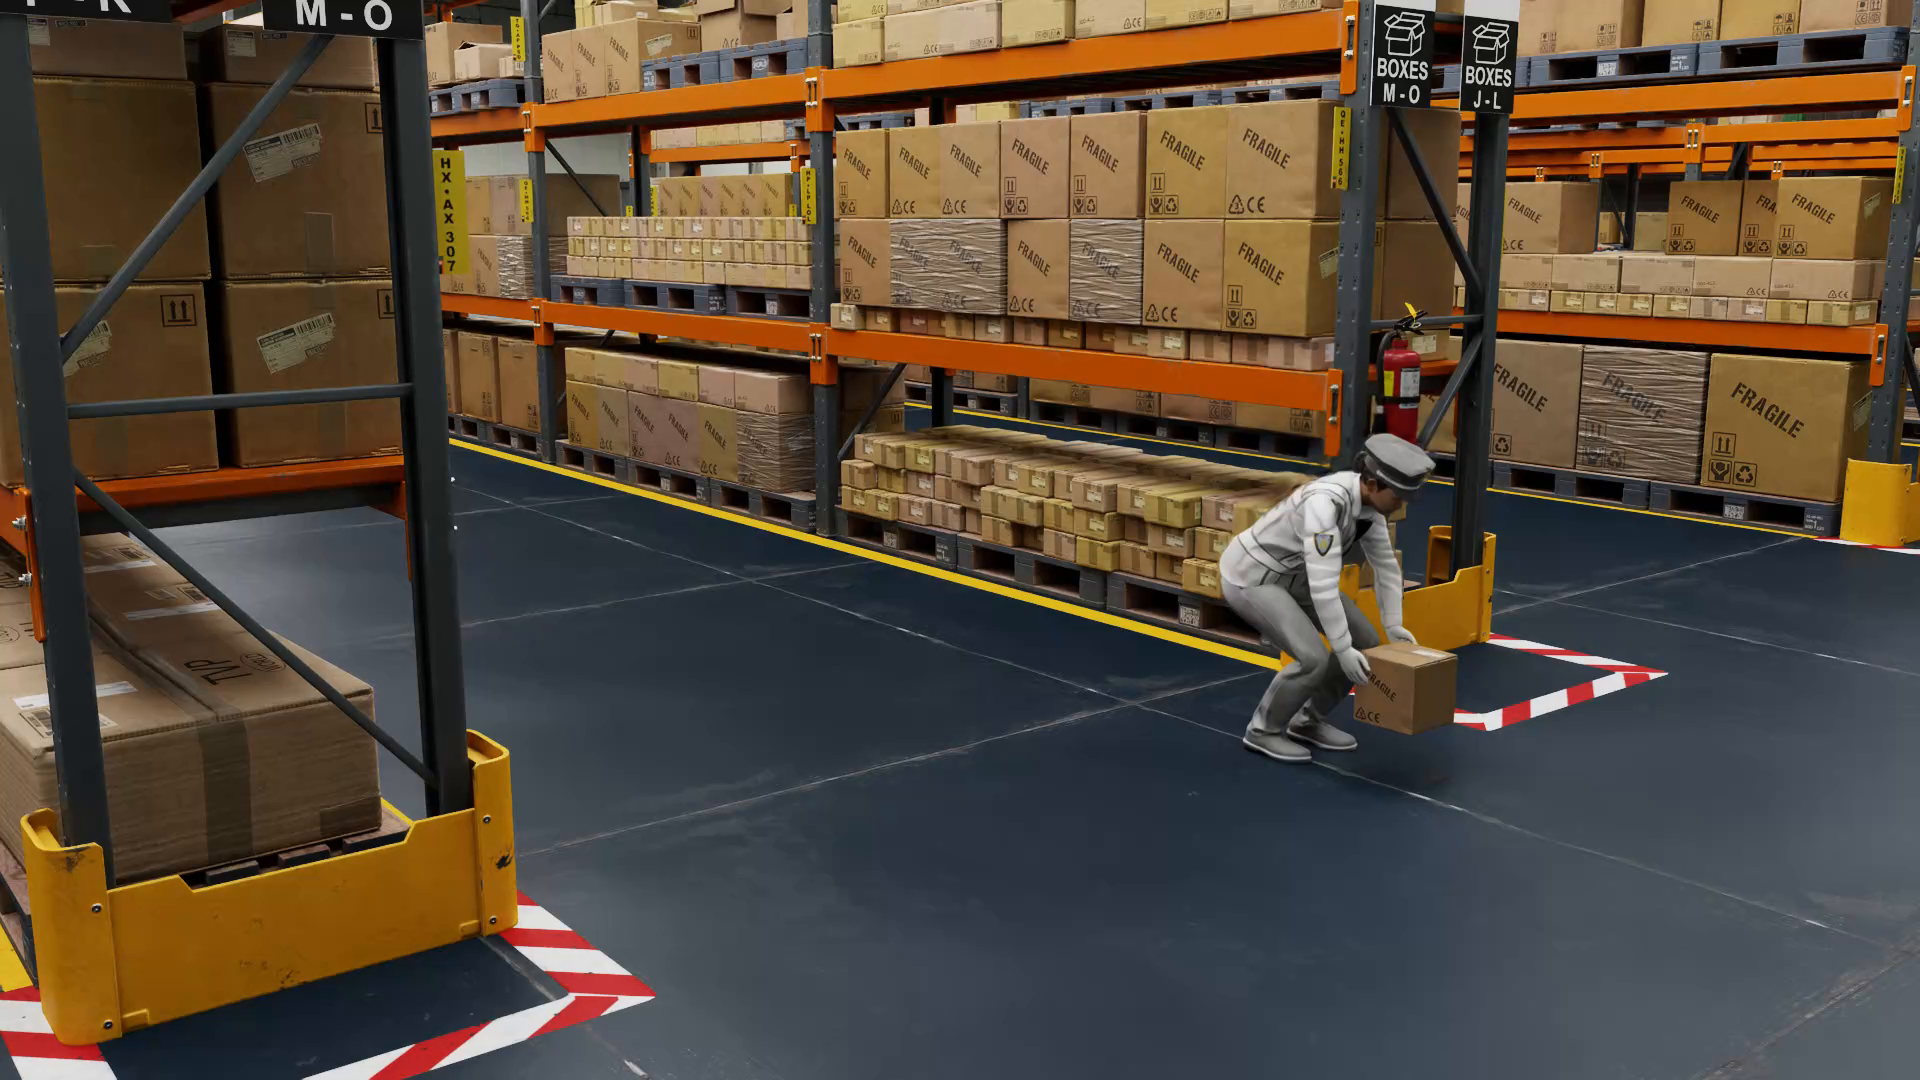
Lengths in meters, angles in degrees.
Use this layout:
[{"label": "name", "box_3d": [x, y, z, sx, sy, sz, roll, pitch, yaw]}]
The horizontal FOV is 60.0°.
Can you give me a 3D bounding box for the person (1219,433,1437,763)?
[{"label": "person", "box_3d": [1.346, 0.198, 6.111, 0.527, 1.213, 0.780, -11, 15, -44]}]
